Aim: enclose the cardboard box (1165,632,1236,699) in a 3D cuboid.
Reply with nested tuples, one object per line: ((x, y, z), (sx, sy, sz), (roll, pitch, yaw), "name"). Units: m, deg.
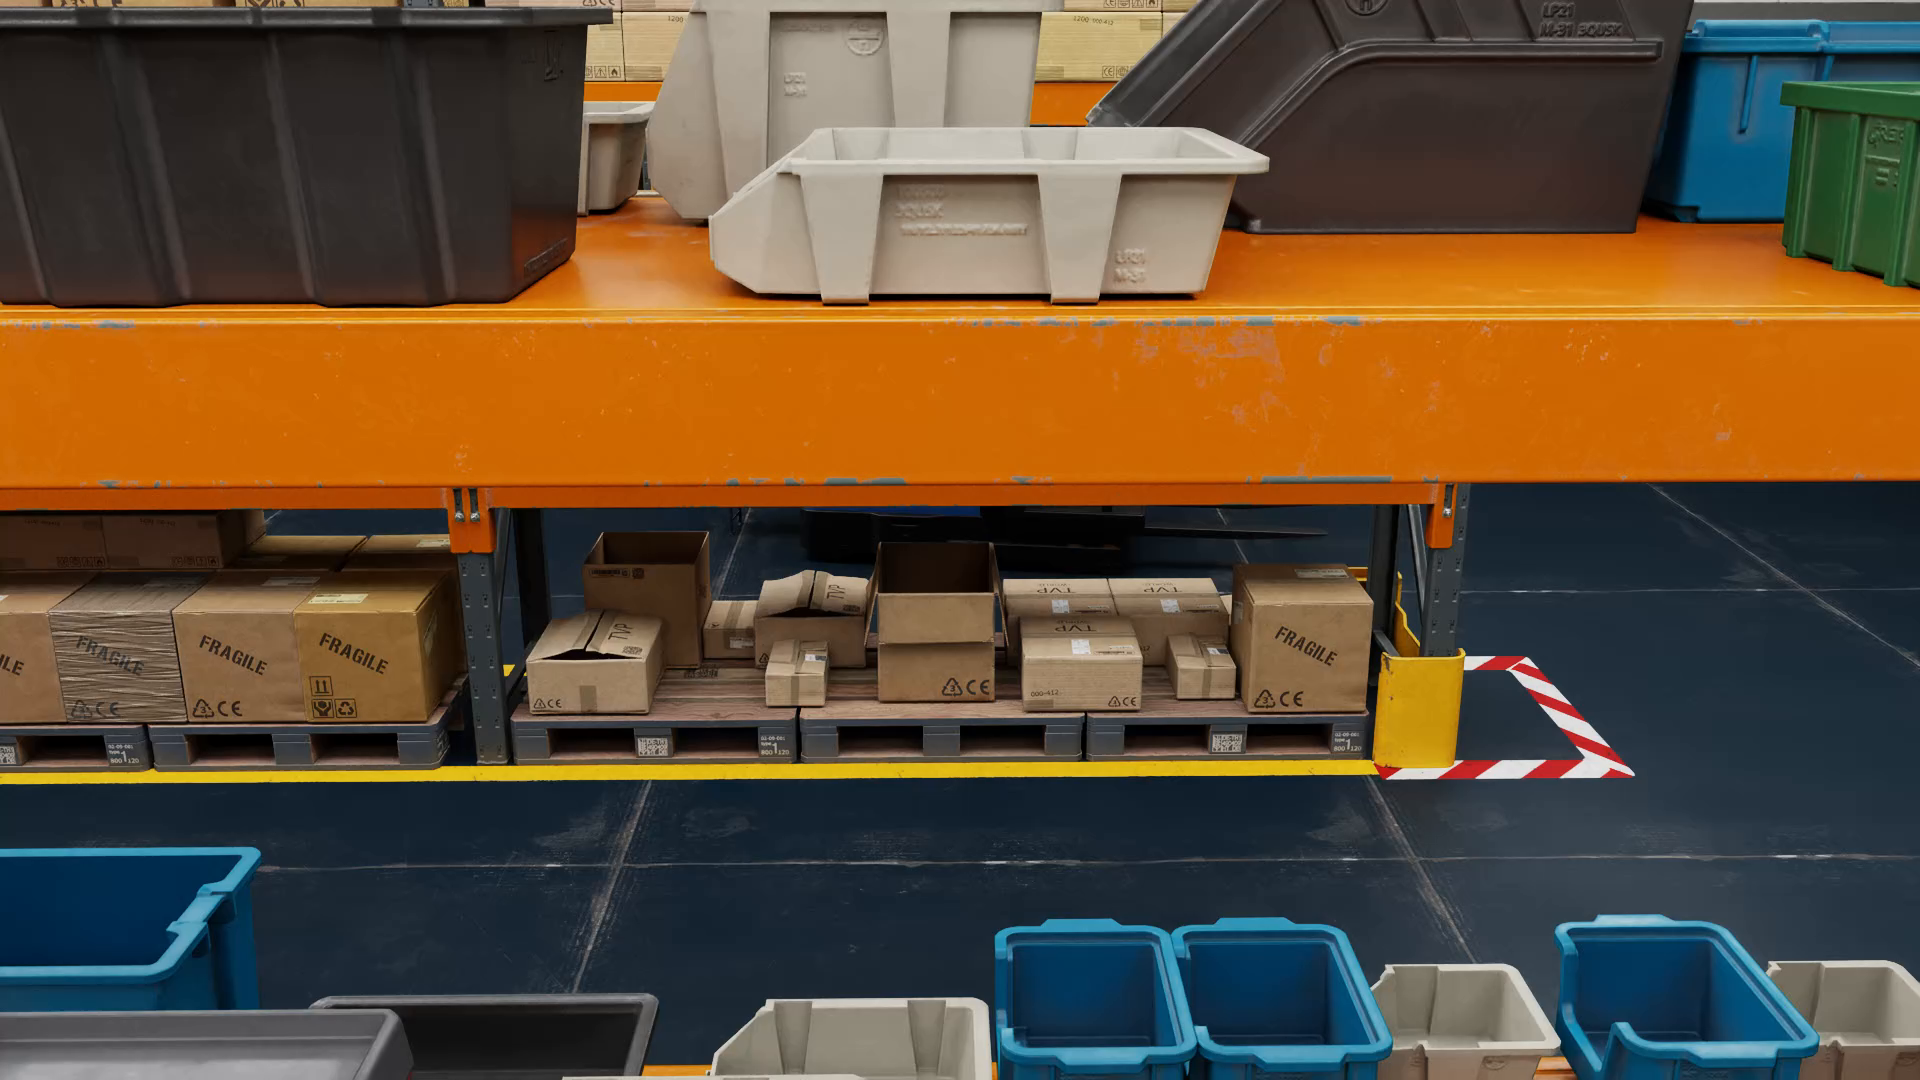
((1.059, 0.551, 7.338), (0.250, 0.166, 0.380), (0, 18, -1), "cardboard box")

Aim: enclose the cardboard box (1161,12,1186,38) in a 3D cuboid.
((0.996, -1.916, 6.444), (0.500, 0.250, 0.500), (0, 18, -1), "cardboard box")

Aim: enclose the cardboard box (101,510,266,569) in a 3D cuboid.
((-3.482, -0.065, 7.485), (0.500, 0.250, 0.500), (0, 18, -1), "cardboard box")

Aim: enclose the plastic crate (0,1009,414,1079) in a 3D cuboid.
((-1.023, 0.904, 2.115), (0.583, 0.464, 0.402), (0, 18, -1), "plastic crate")

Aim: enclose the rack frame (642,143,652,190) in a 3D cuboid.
((-2.076, -2.135, 11.792), (0.127, 3.000, 1.000), (0, 18, -1), "rack frame")

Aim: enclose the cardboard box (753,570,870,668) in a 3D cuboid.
((-0.679, 0.356, 7.709), (0.500, 0.311, 0.500), (0, 18, -1), "cardboard box")

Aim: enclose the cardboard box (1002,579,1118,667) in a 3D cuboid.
((0.457, 0.379, 7.735), (0.500, 0.250, 0.500), (0, 18, -1), "cardboard box")

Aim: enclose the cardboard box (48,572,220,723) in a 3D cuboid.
((-3.479, 0.451, 7.103), (0.500, 0.500, 0.500), (0, 18, 0), "cardboard box")

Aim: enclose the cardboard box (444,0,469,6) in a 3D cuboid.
((-3.513, -3.827, 11.272), (0.500, 0.500, 0.700), (-1, 18, -2), "cardboard box")

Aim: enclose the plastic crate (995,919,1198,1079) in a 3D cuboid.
((0.211, 0.831, 2.721), (0.300, 0.233, 0.416), (0, 18, -1), "plastic crate")

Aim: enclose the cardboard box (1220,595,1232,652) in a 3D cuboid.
((1.331, 0.397, 7.818), (0.250, 0.166, 0.380), (0, 18, -1), "cardboard box")

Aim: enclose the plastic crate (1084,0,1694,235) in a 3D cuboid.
((0.548, -0.604, 2.209), (0.767, 0.338, 0.504), (0, 18, -1), "plastic crate")

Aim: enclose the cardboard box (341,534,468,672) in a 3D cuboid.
((-2.482, 0.287, 7.615), (0.500, 0.500, 0.500), (-1, 18, -3), "cardboard box")

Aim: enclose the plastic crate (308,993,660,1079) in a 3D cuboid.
((-0.805, 0.906, 2.665), (0.590, 0.125, 0.437), (0, 18, -1), "plastic crate")

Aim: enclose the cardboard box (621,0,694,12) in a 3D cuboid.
((-1.004, -2.146, 6.344), (0.500, 0.250, 0.500), (0, 18, -1), "cardboard box")

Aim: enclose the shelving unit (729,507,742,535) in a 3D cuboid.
((-1.139, -0.631, 10.050), (0.503, 1.200, 0.258), (2, 18, 7), "shelving unit")

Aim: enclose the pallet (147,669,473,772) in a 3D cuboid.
((-2.807, 0.722, 7.453), (1.213, 0.211, 1.003), (0, 18, -1), "pallet")

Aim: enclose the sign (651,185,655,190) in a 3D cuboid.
((-2.058, -2.483, 11.110), (0.005, 0.325, 0.100), (0, 18, -1), "sign")

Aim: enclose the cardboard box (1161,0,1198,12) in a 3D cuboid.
((0.996, -2.153, 6.366), (0.500, 0.250, 0.500), (0, 18, -1), "cardboard box")

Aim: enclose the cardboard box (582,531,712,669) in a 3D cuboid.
((-1.429, 0.270, 7.669), (0.500, 0.500, 0.500), (0, 18, -1), "cardboard box")

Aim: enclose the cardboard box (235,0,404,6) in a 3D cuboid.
((-2.499, -2.365, 6.585), (0.600, 0.600, 0.600), (-2, 18, -6), "cardboard box")

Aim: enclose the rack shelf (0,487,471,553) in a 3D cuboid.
((-3.994, -0.270, 7.155), (4.000, 0.370, 1.077), (0, 18, -1), "rack shelf")

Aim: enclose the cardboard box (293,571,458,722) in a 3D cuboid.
((-2.483, 0.449, 7.110), (0.500, 0.500, 0.500), (0, 18, -1), "cardboard box")

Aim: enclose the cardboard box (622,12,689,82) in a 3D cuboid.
((-1.004, -1.907, 6.415), (0.500, 0.250, 0.500), (0, 18, -1), "cardboard box")

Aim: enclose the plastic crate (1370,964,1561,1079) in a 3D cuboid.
((0.827, 0.849, 2.824), (0.298, 0.136, 0.250), (0, 18, -1), "plastic crate")

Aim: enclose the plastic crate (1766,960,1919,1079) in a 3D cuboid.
((1.506, 0.846, 2.834), (0.298, 0.136, 0.250), (0, 18, -1), "plastic crate")

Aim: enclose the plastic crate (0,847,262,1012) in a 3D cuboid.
((-1.458, 0.764, 2.684), (0.575, 0.384, 0.392), (0, 18, -1), "plastic crate")

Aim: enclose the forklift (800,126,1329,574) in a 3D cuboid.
((0.625, -1.372, 9.528), (3.031, 2.935, 1.130), (2, 18, 7), "forklift")

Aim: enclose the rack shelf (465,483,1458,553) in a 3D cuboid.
((0.005, -0.289, 7.215), (4.000, 0.370, 1.077), (0, 18, -1), "rack shelf")

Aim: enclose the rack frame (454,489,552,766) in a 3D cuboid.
((-1.994, -0.622, 7.075), (0.127, 3.000, 1.000), (0, 18, -1), "rack frame")

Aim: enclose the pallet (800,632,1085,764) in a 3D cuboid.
((-0.085, 0.696, 7.532), (1.213, 0.211, 1.003), (0, 18, -1), "pallet")

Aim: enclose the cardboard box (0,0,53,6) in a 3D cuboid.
((-3.833, -2.358, 6.562), (0.600, 0.600, 0.600), (-1, 18, -3), "cardboard box")

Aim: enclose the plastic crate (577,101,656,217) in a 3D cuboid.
((-0.654, -0.534, 2.323), (0.466, 0.136, 0.293), (0, 18, -1), "plastic crate")

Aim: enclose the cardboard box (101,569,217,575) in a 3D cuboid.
((-3.515, 0.293, 7.596), (0.500, 0.500, 0.500), (0, 18, 0), "cardboard box")

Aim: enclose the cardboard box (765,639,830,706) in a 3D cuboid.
((-0.706, 0.575, 7.264), (0.250, 0.166, 0.380), (0, 18, -1), "cardboard box")

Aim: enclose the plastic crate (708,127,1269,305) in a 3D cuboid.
((0.018, -0.345, 1.734), (0.530, 0.136, 0.437), (0, 18, -1), "plastic crate")
